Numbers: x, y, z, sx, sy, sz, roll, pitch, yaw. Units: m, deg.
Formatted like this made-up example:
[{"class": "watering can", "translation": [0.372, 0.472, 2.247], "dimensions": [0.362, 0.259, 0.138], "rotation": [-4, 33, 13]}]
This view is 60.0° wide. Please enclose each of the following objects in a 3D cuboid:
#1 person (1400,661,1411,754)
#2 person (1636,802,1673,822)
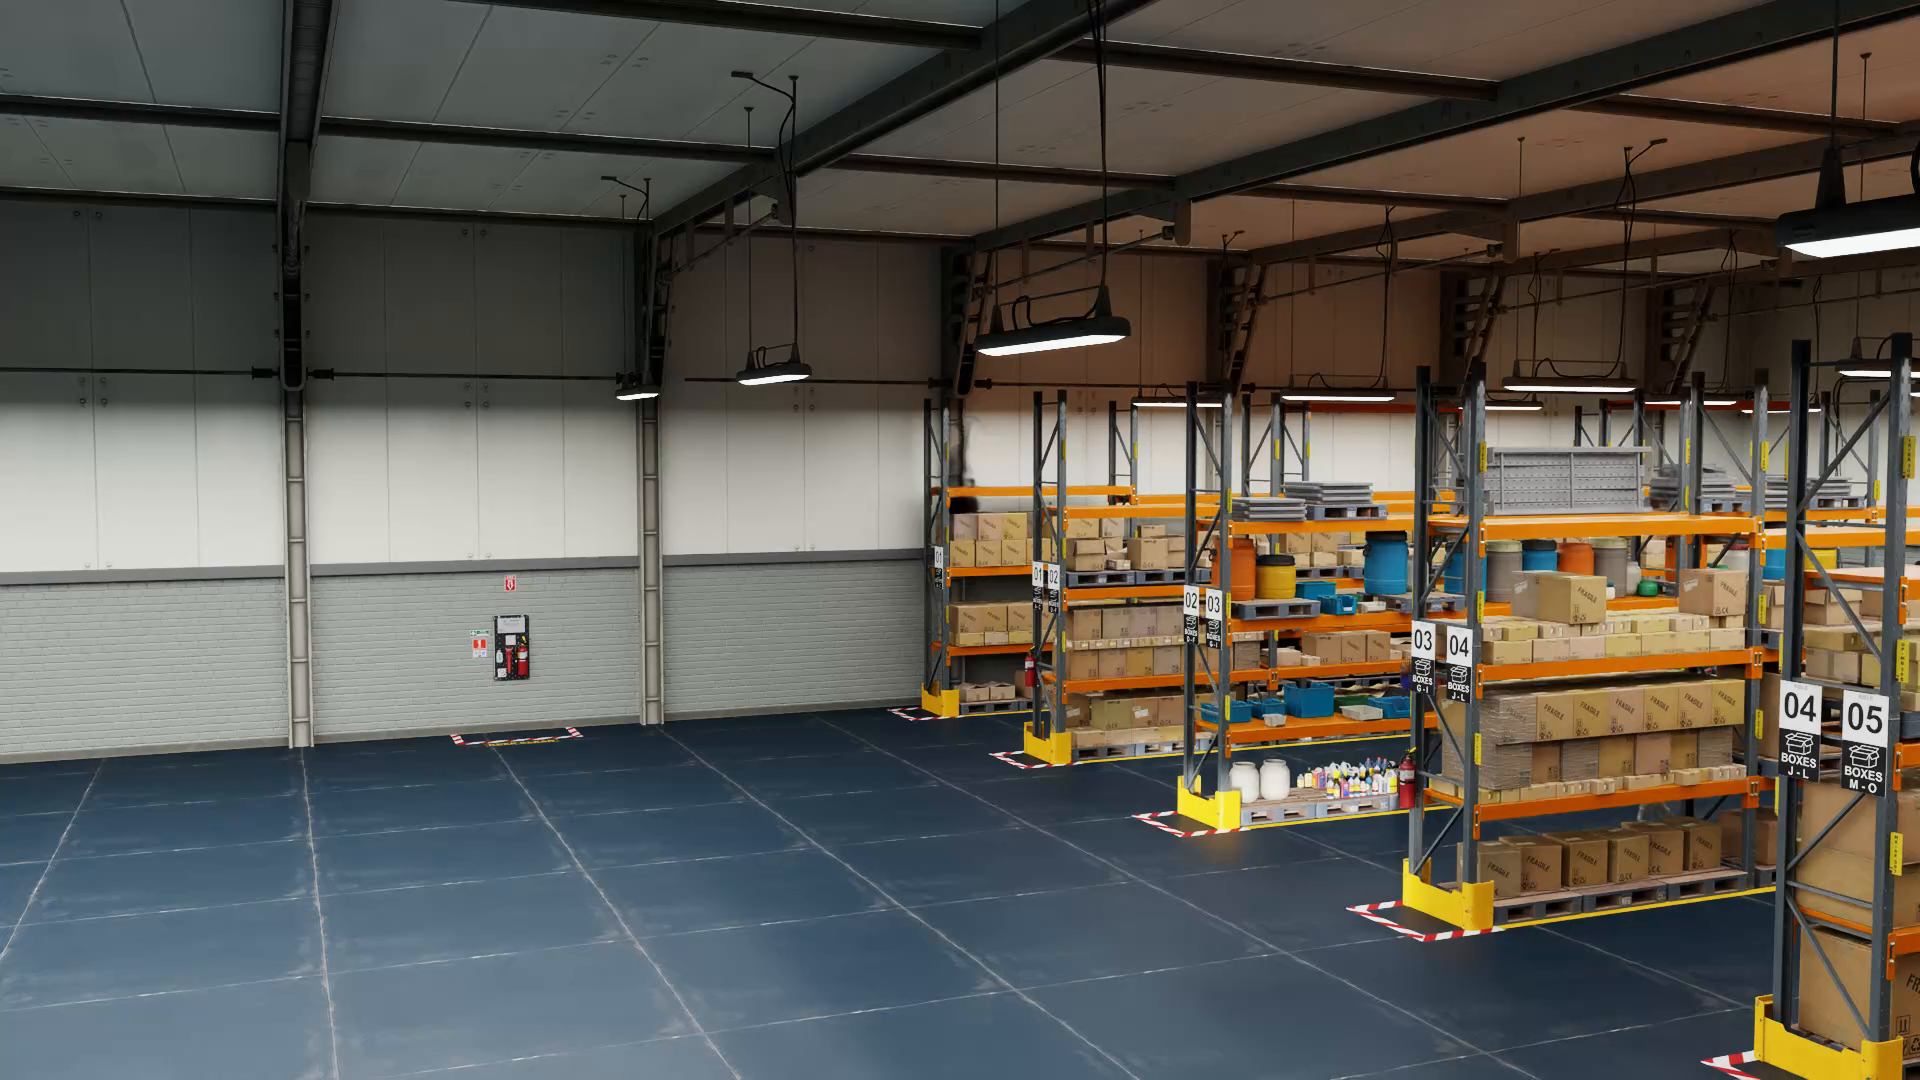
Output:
[{"class": "person", "translation": [7.527, 2.775, 27.535], "dimensions": [0.700, 1.588, 0.563], "rotation": [-2, 4, -31]}, {"class": "person", "translation": [9.038, 3.072, 21.684], "dimensions": [0.936, 1.695, 0.628], "rotation": [-2, 4, -34]}]
